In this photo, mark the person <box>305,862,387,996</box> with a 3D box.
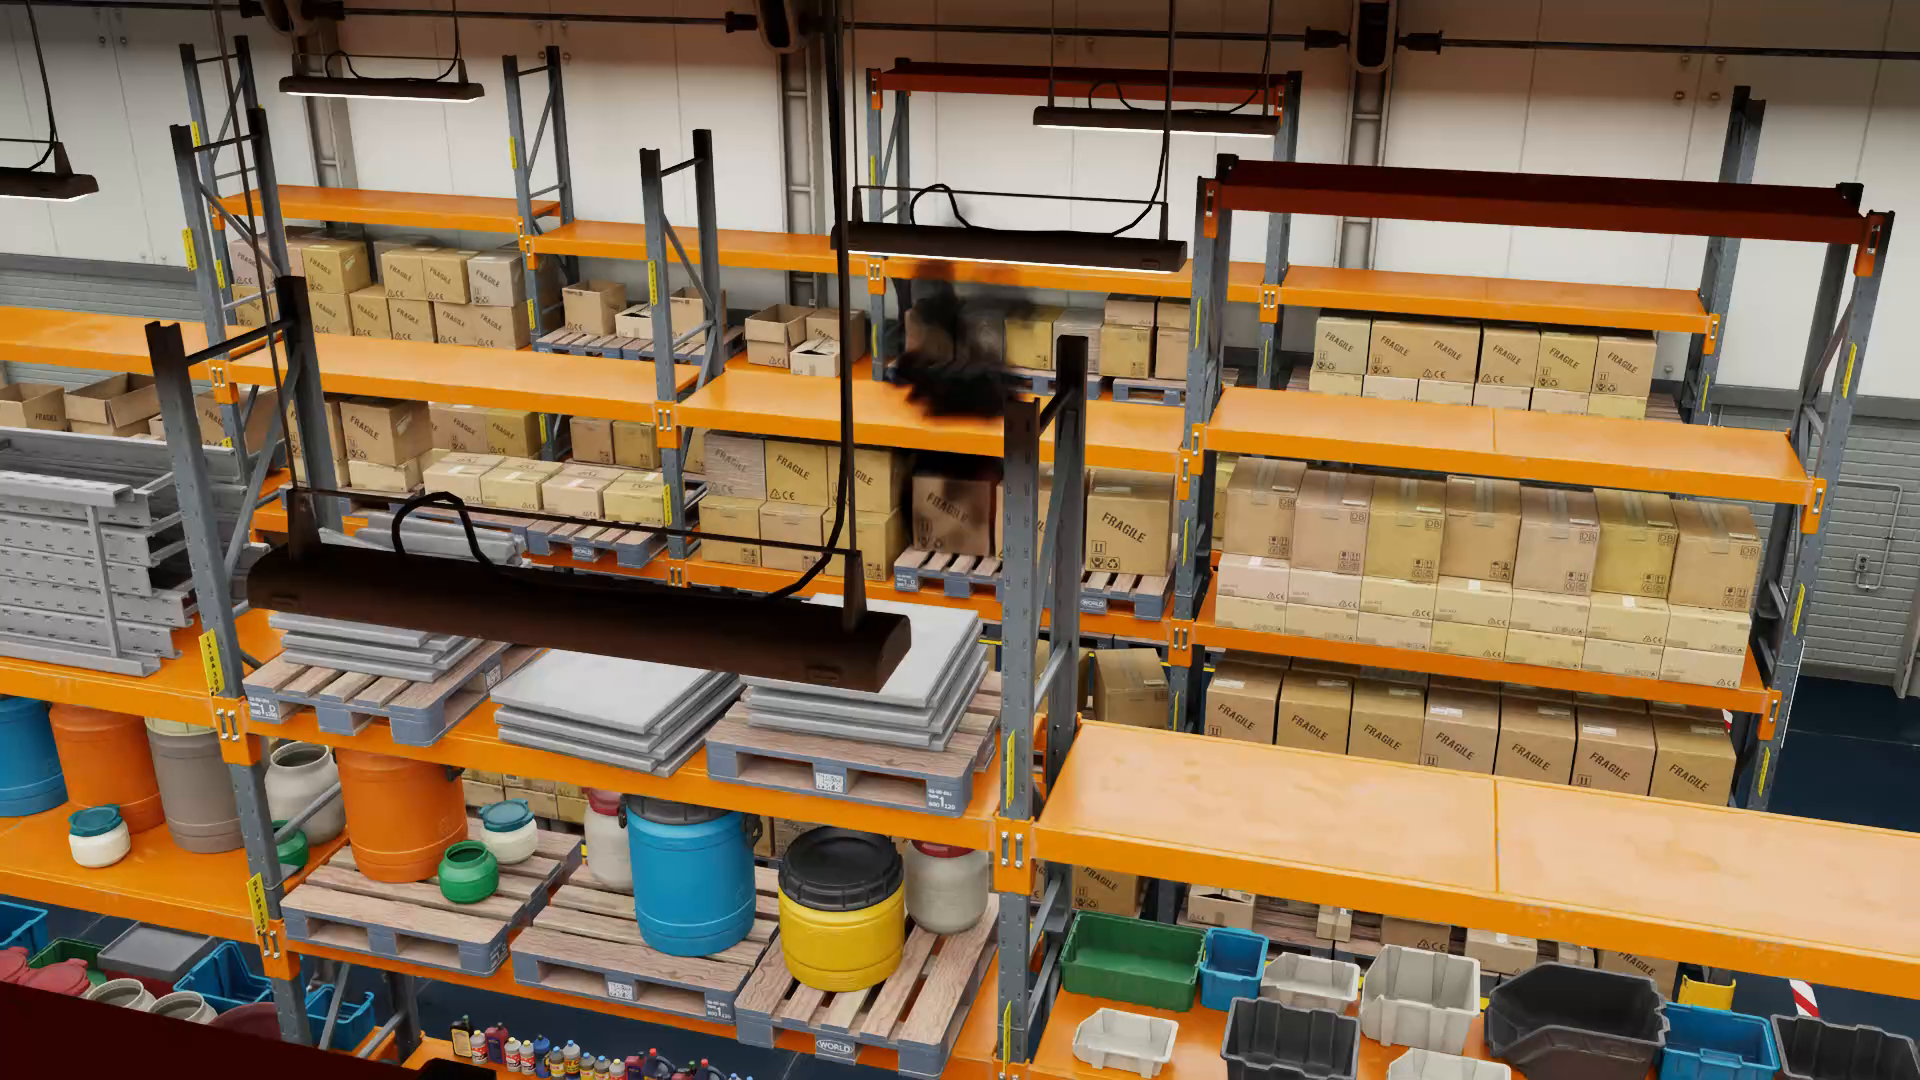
[{"bbox_3d":[-4.555,2.684,12.183,0.867,1.573,0.541,1,23,1],"label":"person"}]
